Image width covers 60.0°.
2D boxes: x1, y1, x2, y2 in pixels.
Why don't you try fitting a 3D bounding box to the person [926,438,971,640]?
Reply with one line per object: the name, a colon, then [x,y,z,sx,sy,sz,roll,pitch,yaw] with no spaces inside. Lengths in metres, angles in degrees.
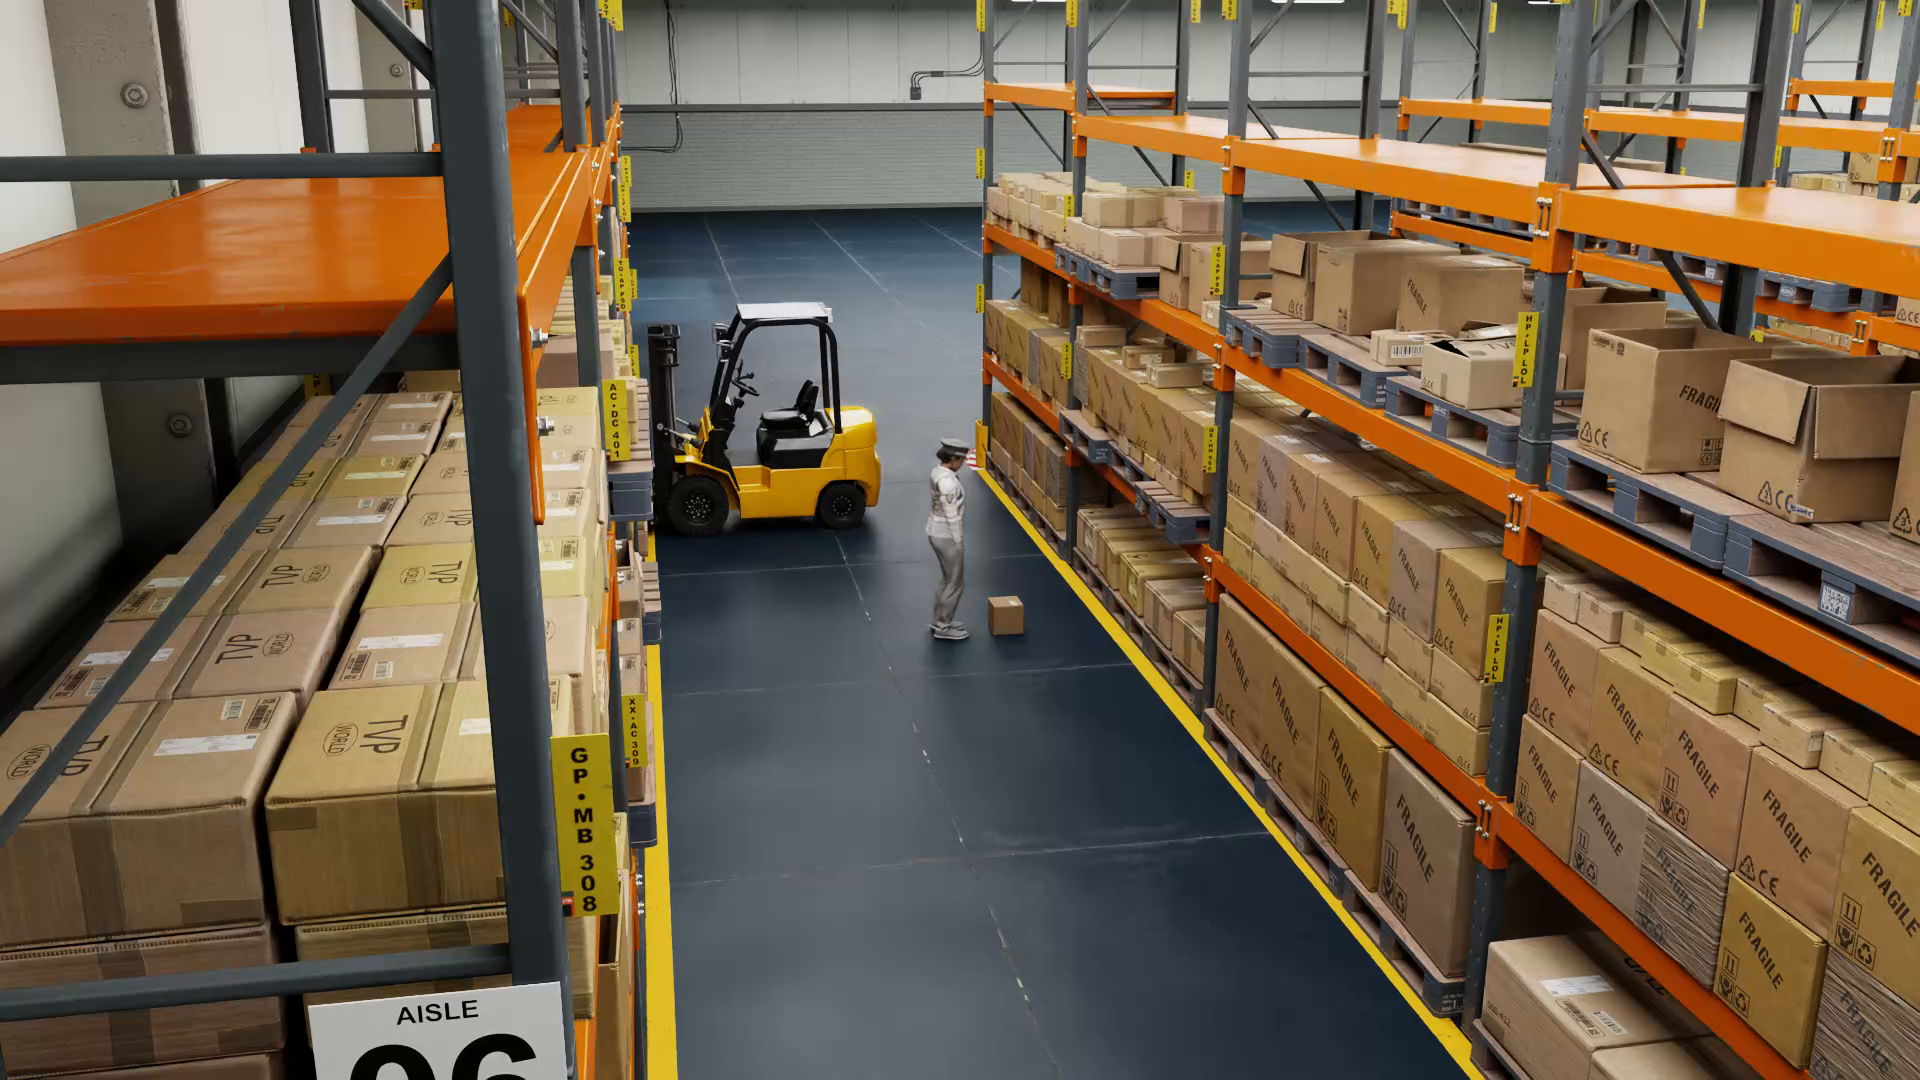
person: [-0.094,-0.016,13.628,0.366,1.654,0.482,-3,17,-9]
